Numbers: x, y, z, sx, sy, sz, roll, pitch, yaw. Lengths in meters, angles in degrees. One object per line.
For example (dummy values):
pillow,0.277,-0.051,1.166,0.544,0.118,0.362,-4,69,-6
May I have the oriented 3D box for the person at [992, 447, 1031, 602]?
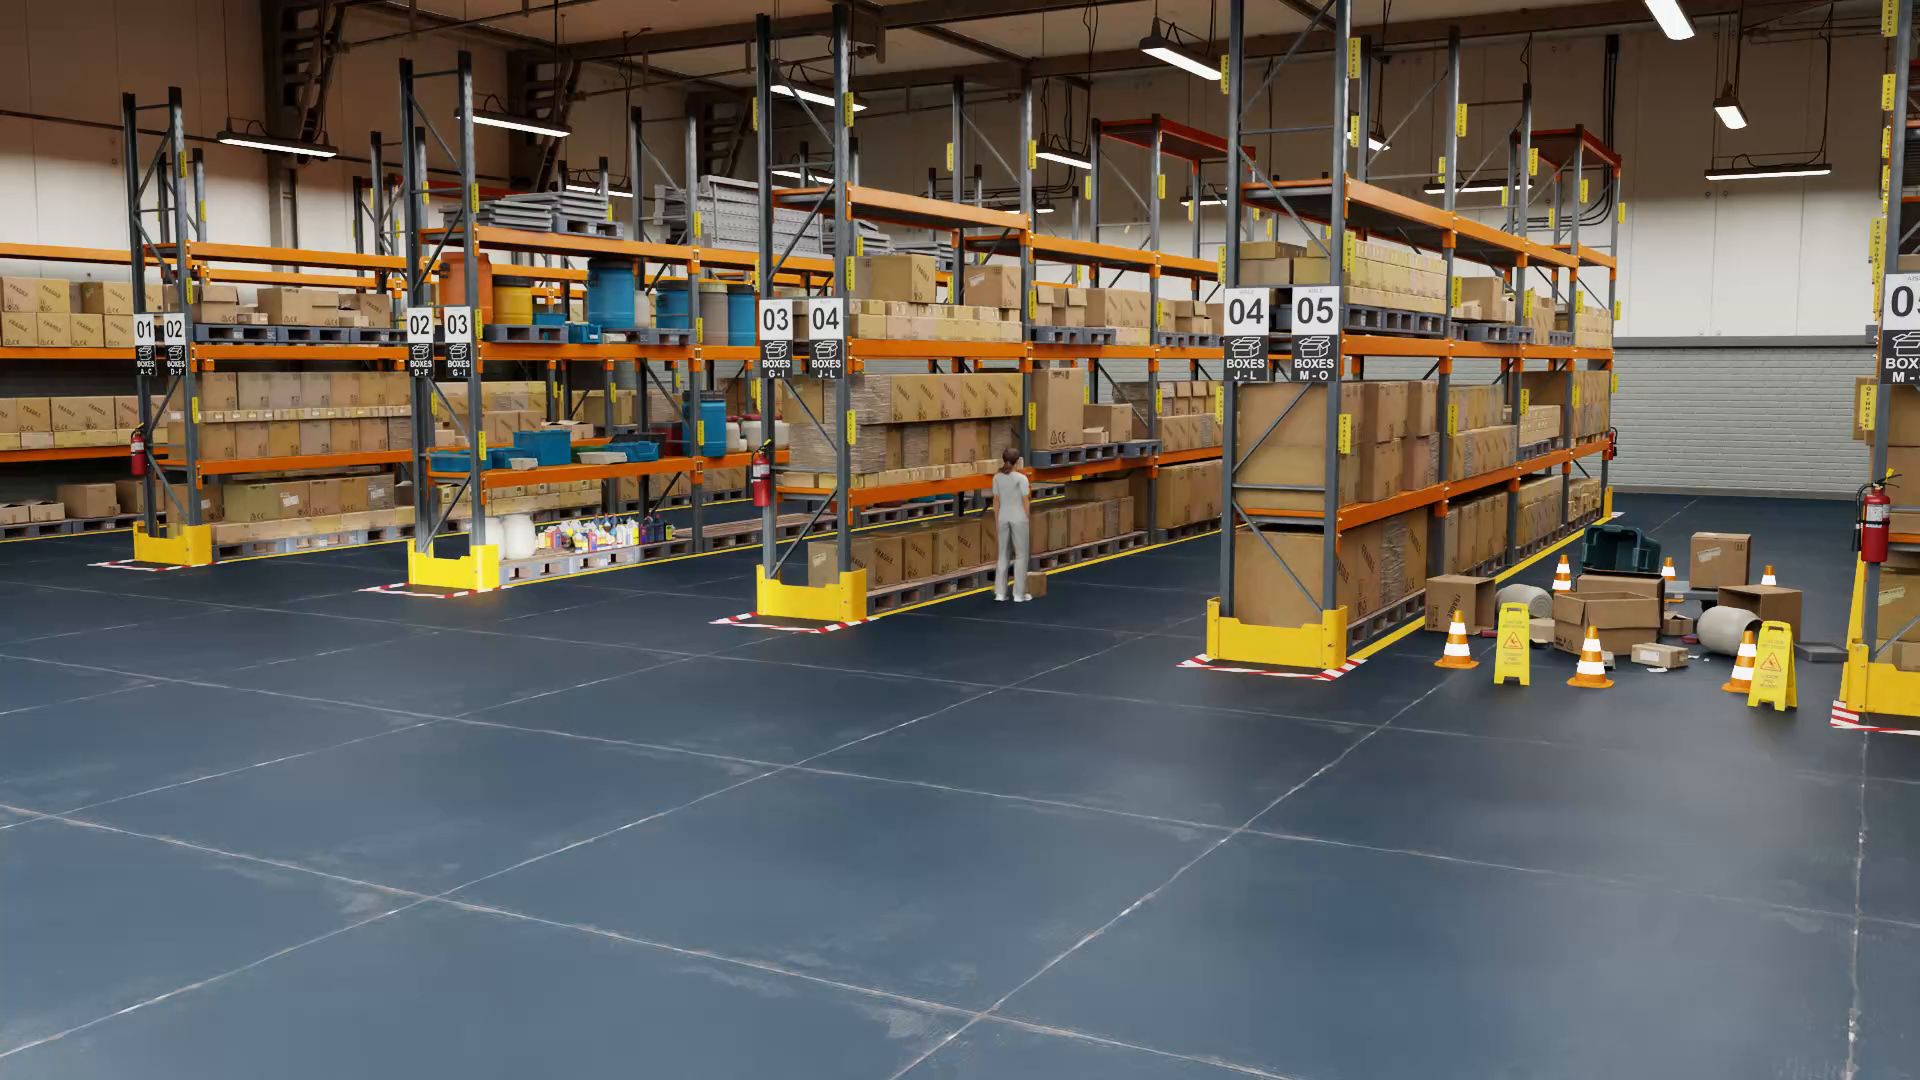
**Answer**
person,0.558,-0.157,17.953,0.437,1.689,0.374,3,7,29
